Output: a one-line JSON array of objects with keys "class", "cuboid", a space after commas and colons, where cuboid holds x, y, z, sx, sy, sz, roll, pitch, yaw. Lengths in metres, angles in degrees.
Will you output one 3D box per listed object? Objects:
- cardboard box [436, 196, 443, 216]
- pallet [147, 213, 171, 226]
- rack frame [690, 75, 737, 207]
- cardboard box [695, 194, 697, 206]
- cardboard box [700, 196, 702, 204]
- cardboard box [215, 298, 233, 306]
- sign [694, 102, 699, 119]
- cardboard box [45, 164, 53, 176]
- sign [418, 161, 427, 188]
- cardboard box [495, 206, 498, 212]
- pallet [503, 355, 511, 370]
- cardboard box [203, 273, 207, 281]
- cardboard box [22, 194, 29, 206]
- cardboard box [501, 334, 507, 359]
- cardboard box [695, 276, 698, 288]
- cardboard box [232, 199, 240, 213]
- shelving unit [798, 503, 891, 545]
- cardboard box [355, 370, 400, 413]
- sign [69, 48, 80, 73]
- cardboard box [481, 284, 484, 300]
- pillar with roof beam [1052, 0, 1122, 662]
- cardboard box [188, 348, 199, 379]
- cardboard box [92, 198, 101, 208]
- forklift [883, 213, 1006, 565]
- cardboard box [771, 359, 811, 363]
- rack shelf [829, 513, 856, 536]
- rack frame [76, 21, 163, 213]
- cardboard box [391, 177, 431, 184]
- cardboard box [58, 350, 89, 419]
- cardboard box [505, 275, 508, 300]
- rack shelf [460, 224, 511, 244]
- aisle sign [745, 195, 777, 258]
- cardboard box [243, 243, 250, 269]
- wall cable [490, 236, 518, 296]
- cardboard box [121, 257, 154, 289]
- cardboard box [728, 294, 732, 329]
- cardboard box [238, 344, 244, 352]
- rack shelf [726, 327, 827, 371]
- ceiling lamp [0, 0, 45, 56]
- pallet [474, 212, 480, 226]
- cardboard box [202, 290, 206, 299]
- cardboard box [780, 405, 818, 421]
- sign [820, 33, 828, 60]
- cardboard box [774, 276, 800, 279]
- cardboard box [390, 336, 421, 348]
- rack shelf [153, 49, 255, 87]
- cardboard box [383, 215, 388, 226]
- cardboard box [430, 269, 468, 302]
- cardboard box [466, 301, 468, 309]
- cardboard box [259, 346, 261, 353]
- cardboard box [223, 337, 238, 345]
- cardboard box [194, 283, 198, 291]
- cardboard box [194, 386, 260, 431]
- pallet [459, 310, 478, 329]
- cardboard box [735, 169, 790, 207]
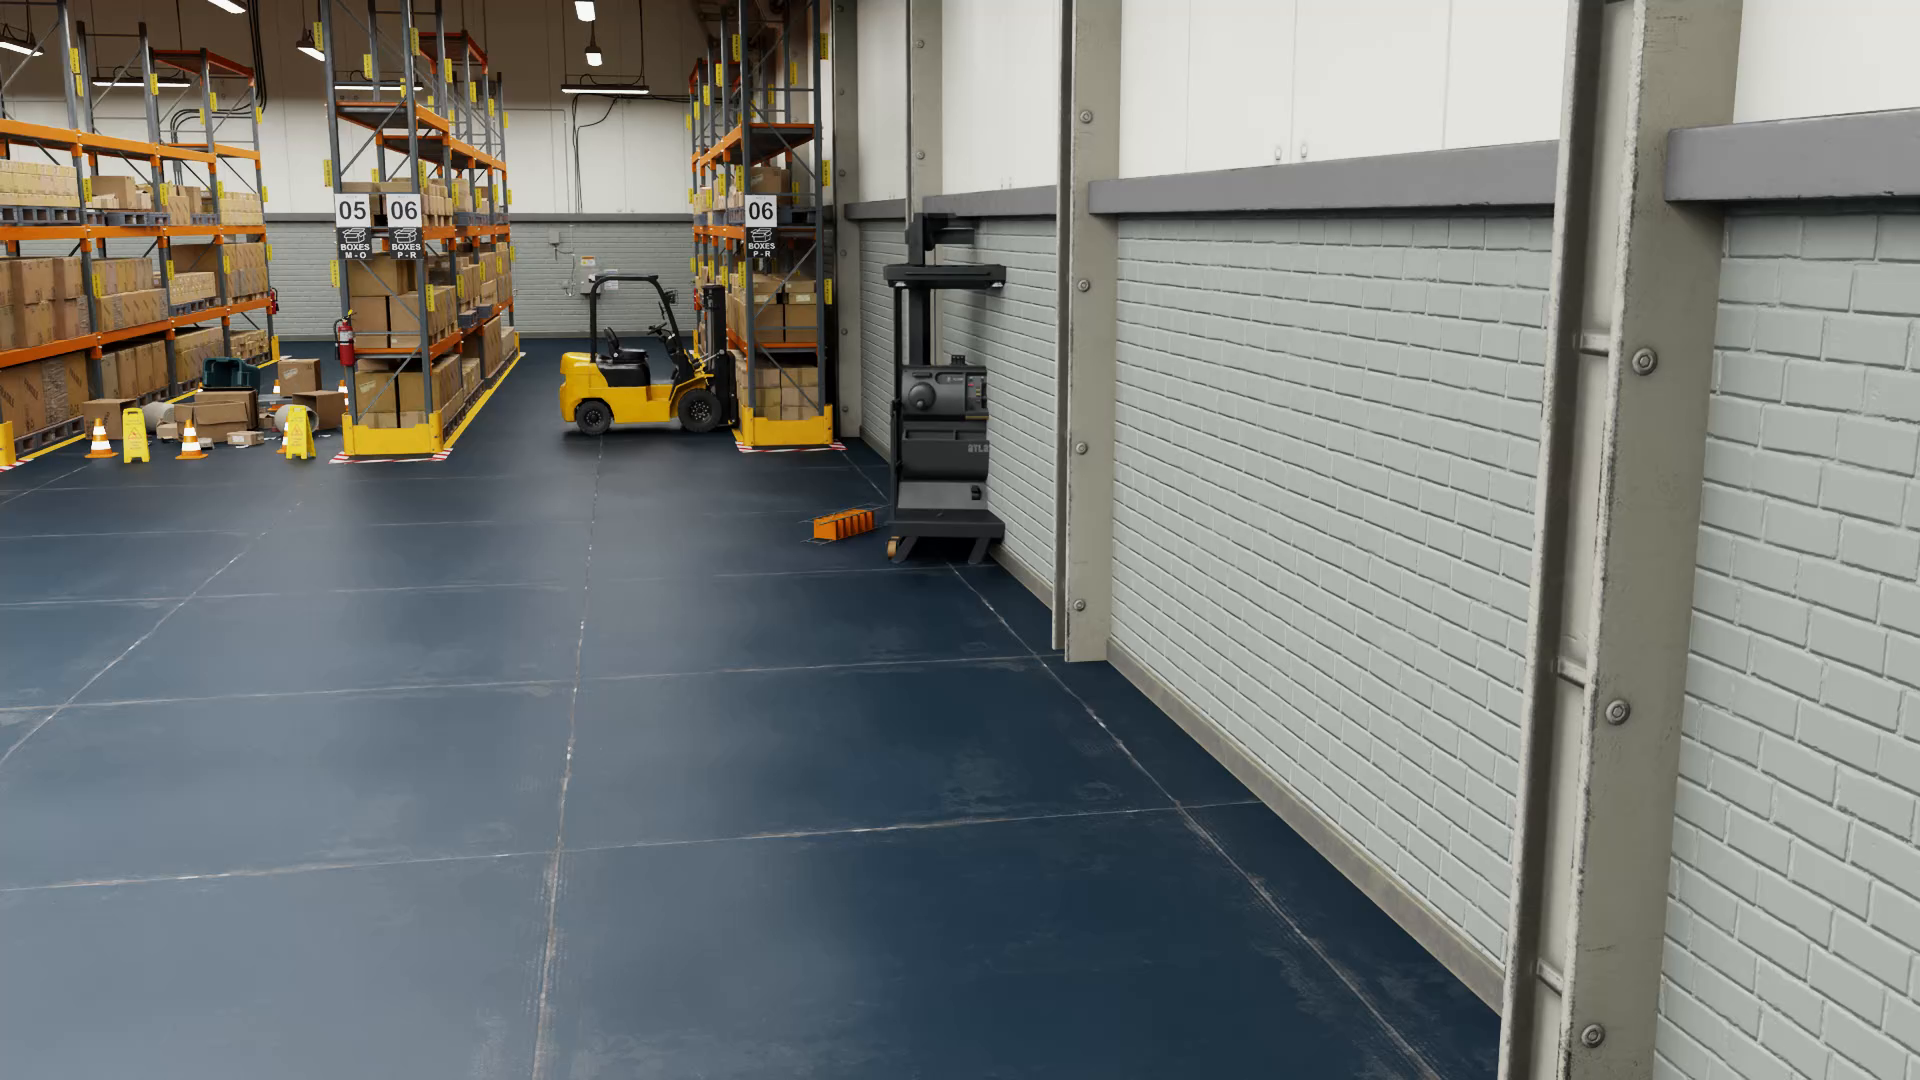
[{"class": "cardboard box", "cuboid": [-7.264, -4.499, 22.393, 0.500, 0.250, 0.500, -2, 11, -10]}, {"class": "pallet", "cuboid": [-13.349, -5.103, 26.466, 1.213, 0.211, 1.003, -2, 11, -8]}, {"class": "rack frame", "cuboid": [-5.378, -8.632, 36.482, 1.000, 3.000, 0.127, -2, 11, -11]}, {"class": "cardboard box", "cuboid": [-5.346, -7.201, 35.252, 0.500, 0.250, 0.500, -2, 11, -12]}, {"class": "cardboard box", "cuboid": [-4.767, -6.492, 31.745, 0.380, 0.149, 0.250, -2, 11, -12]}, {"class": "cardboard box", "cuboid": [-14.038, -4.512, 31.553, 0.380, 0.149, 0.250, -2, 11, -9]}, {"class": "sign", "cuboid": [-5.136, -8.380, 32.447, 0.100, 0.325, 0.005, -2, 11, -11]}, {"class": "cardboard box", "cuboid": [-12.166, -4.861, 21.837, 0.380, 0.149, 0.250, -2, 11, -11]}, {"class": "sign", "cuboid": [-6.602, -4.492, 20.415, 0.100, 0.325, 0.005, -2, 11, -11]}, {"class": "cardboard box", "cuboid": [-9.910, -6.956, 34.981, 0.380, 0.149, 0.250, -3, 11, -15]}, {"class": "pallet", "cuboid": [-9.539, -3.543, 33.245, 1.003, 0.211, 1.213, -2, 11, -11]}, {"class": "cardboard box", "cuboid": [-13.933, -4.784, 30.265, 0.380, 0.149, 0.250, -2, 11, -13]}, {"class": "cardboard box", "cuboid": [-11.968, -4.282, 20.933, 0.380, 0.149, 0.250, -2, 11, -11]}, {"class": "cardboard box", "cuboid": [-9.485, -3.837, 33.063, 0.875, 0.438, 0.875, -2, 11, -12]}, {"class": "cardboard box", "cuboid": [-5.554, -5.665, 36.541, 0.500, 0.250, 0.500, -2, 11, -11]}, {"class": "cardboard box", "cuboid": [-14.339, -6.499, 32.359, 0.500, 0.250, 0.500, -2, 11, -10]}, {"class": "shelving unit", "cuboid": [-1.056, -0.157, 15.499, 0.258, 0.189, 1.200, 6, 13, 29]}, {"class": "cardboard box", "cuboid": [-7.546, -1.931, 21.544, 0.500, 0.500, 0.500, -2, 11, -11]}, {"class": "sign", "cuboid": [-12.199, -6.604, 22.904, 0.100, 0.325, 0.005, -2, 11, -11]}, {"class": "cardboard box", "cuboid": [-8.546, -4.311, 28.885, 0.500, 0.250, 0.500, -2, 11, -11]}, {"class": "pillar with roof beam", "cuboid": [-3.406, -3.501, 9.522, 9.100, 9.000, 0.400, -2, 11, -11]}, {"class": "cardboard box", "cuboid": [-13.514, -3.048, 28.748, 0.500, 0.500, 0.500, -2, 11, -10]}, {"class": "cardboard box", "cuboid": [-12.706, -4.909, 24.226, 0.250, 0.149, 0.380, -2, 11, -11]}, {"class": "forklift", "cuboid": [-0.057, -1.323, 14.307, 1.130, 2.935, 3.031, 1, 11, 5]}, {"class": "cardboard box", "cuboid": [-2.361, -2.376, 23.214, 0.500, 0.250, 0.500, -2, 11, -11]}, {"class": "rack shelf", "cuboid": [-1.094, -0.145, 15.435, 0.258, 0.180, 0.103, 6, 13, 29]}, {"class": "rack frame", "cuboid": [-13.526, -6.785, 26.779, 1.000, 3.000, 0.127, -2, 11, -11]}, {"class": "cardboard box", "cuboid": [-8.150, -5.256, 24.710, 0.500, 0.250, 0.500, -2, 11, -10]}, {"class": "cardboard box", "cuboid": [-12.694, -2.149, 23.025, 0.875, 0.875, 0.875, -2, 11, -10]}, {"class": "cardboard box", "cuboid": [-9.587, -5.193, 34.192, 0.500, 0.500, 0.500, -2, 11, -9]}, {"class": "rack shelf", "cuboid": [-9.857, -6.257, 33.951, 1.077, 0.370, 4.000, -2, 11, -11]}, {"class": "aisle sign", "cuboid": [-2.541, -4.005, 21.263, 0.394, 0.787, 0.004, -2, 11, -11]}, {"class": "cardboard box", "cuboid": [-14.434, -5.632, 33.028, 0.500, 0.500, 0.500, -3, 11, -13]}, {"class": "wall cable", "cuboid": [-11.366, -7.052, 41.423, 0.585, 1.953, 0.123, -2, 11, -11]}, {"class": "cardboard box", "cuboid": [-13.448, -4.296, 26.802, 0.700, 0.500, 0.500, -2, 11, -11]}, {"class": "cardboard box", "cuboid": [-3.214, -3.442, 24.993, 0.500, 0.500, 0.500, -2, 11, -13]}, {"class": "cardboard box", "cuboid": [-14.361, -3.789, 32.789, 0.380, 0.149, 0.250, -2, 11, -8]}, {"class": "rack shelf", "cuboid": [-2.655, -2.764, 23.620, 1.077, 0.370, 4.000, -2, 11, -11]}, {"class": "ceiling lamp", "cuboid": [-16.323, -10.172, 28.959, 0.800, 3.185, 2.000, -2, 11, -11]}, {"class": "pallet", "cuboid": [-8.132, -4.992, 25.879, 1.213, 0.211, 1.003, -2, 11, -11]}, {"class": "cardboard box", "cuboid": [-13.886, -4.450, 30.101, 0.380, 0.149, 0.250, -3, 11, -14]}, {"class": "cardboard box", "cuboid": [-2.170, -1.703, 22.354, 0.500, 0.250, 0.500, -2, 11, -11]}, {"class": "sign", "cuboid": [-1.720, -6.253, 21.063, 0.100, 0.325, 0.005, -2, 11, -11]}, {"class": "cardboard box", "cuboid": [-2.449, -3.667, 23.642, 0.380, 0.149, 0.250, -2, 11, -9]}, {"class": "cardboard box", "cuboid": [-6.997, -2.516, 21.064, 0.380, 0.149, 0.250, -2, 11, -11]}, {"class": "rack shelf", "cuboid": [-14.693, -9.165, 32.317, 1.077, 0.370, 4.000, -2, 11, -11]}, {"class": "cardboard box", "cuboid": [-7.561, -4.118, 21.460, 0.380, 0.149, 0.250, -2, 11, -11]}, {"class": "cardboard box", "cuboid": [-7.820, -3.893, 25.441, 0.500, 0.500, 0.500, -2, 11, -11]}, {"class": "cardboard box", "cuboid": [-7.935, -3.688, 26.101, 0.380, 0.149, 0.250, -2, 11, -11]}, {"class": "cardboard box", "cuboid": [-14.659, -3.927, 34.309, 0.380, 0.149, 0.250, -2, 11, -11]}, {"class": "cardboard box", "cuboid": [-14.334, -3.885, 32.495, 0.380, 0.149, 0.250, -2, 11, -12]}, {"class": "cardboard box", "cuboid": [-13.773, -4.493, 29.535, 0.380, 0.149, 0.250, -2, 11, -11]}, {"class": "cardboard box", "cuboid": [-10.149, -1.811, 23.003, 0.797, 0.637, 0.503, -2, 11, -11]}, {"class": "pallet", "cuboid": [-7.918, -3.354, 25.310, 1.003, 0.211, 1.213, -2, 11, -11]}, {"class": "cardboard box", "cuboid": [-2.692, -4.793, 22.673, 0.700, 0.500, 0.500, -2, 11, -11]}]
